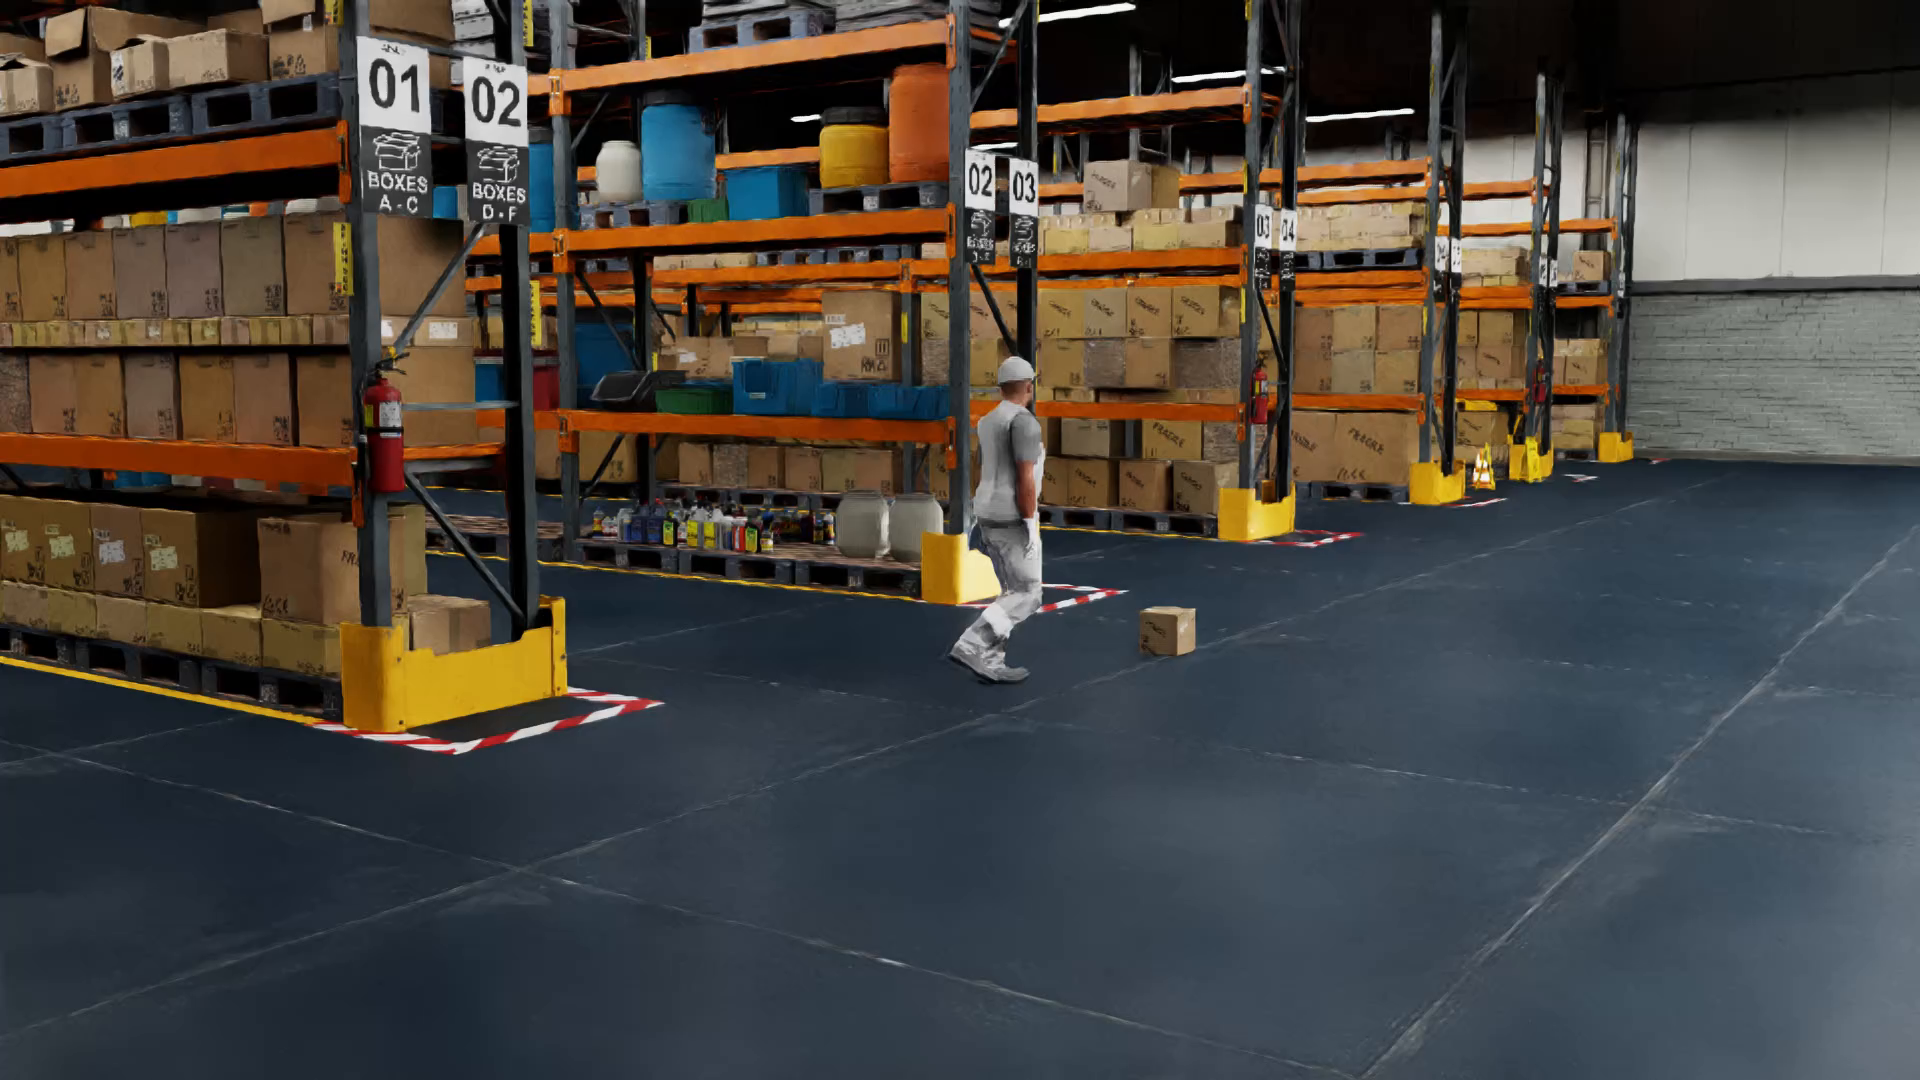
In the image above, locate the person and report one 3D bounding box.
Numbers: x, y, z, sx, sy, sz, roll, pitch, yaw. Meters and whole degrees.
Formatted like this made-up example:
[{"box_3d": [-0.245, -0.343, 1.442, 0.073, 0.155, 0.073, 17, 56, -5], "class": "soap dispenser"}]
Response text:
[{"box_3d": [0.178, -0.088, 8.726, 0.649, 1.741, 0.692, -2, 7, -21], "class": "person"}]
